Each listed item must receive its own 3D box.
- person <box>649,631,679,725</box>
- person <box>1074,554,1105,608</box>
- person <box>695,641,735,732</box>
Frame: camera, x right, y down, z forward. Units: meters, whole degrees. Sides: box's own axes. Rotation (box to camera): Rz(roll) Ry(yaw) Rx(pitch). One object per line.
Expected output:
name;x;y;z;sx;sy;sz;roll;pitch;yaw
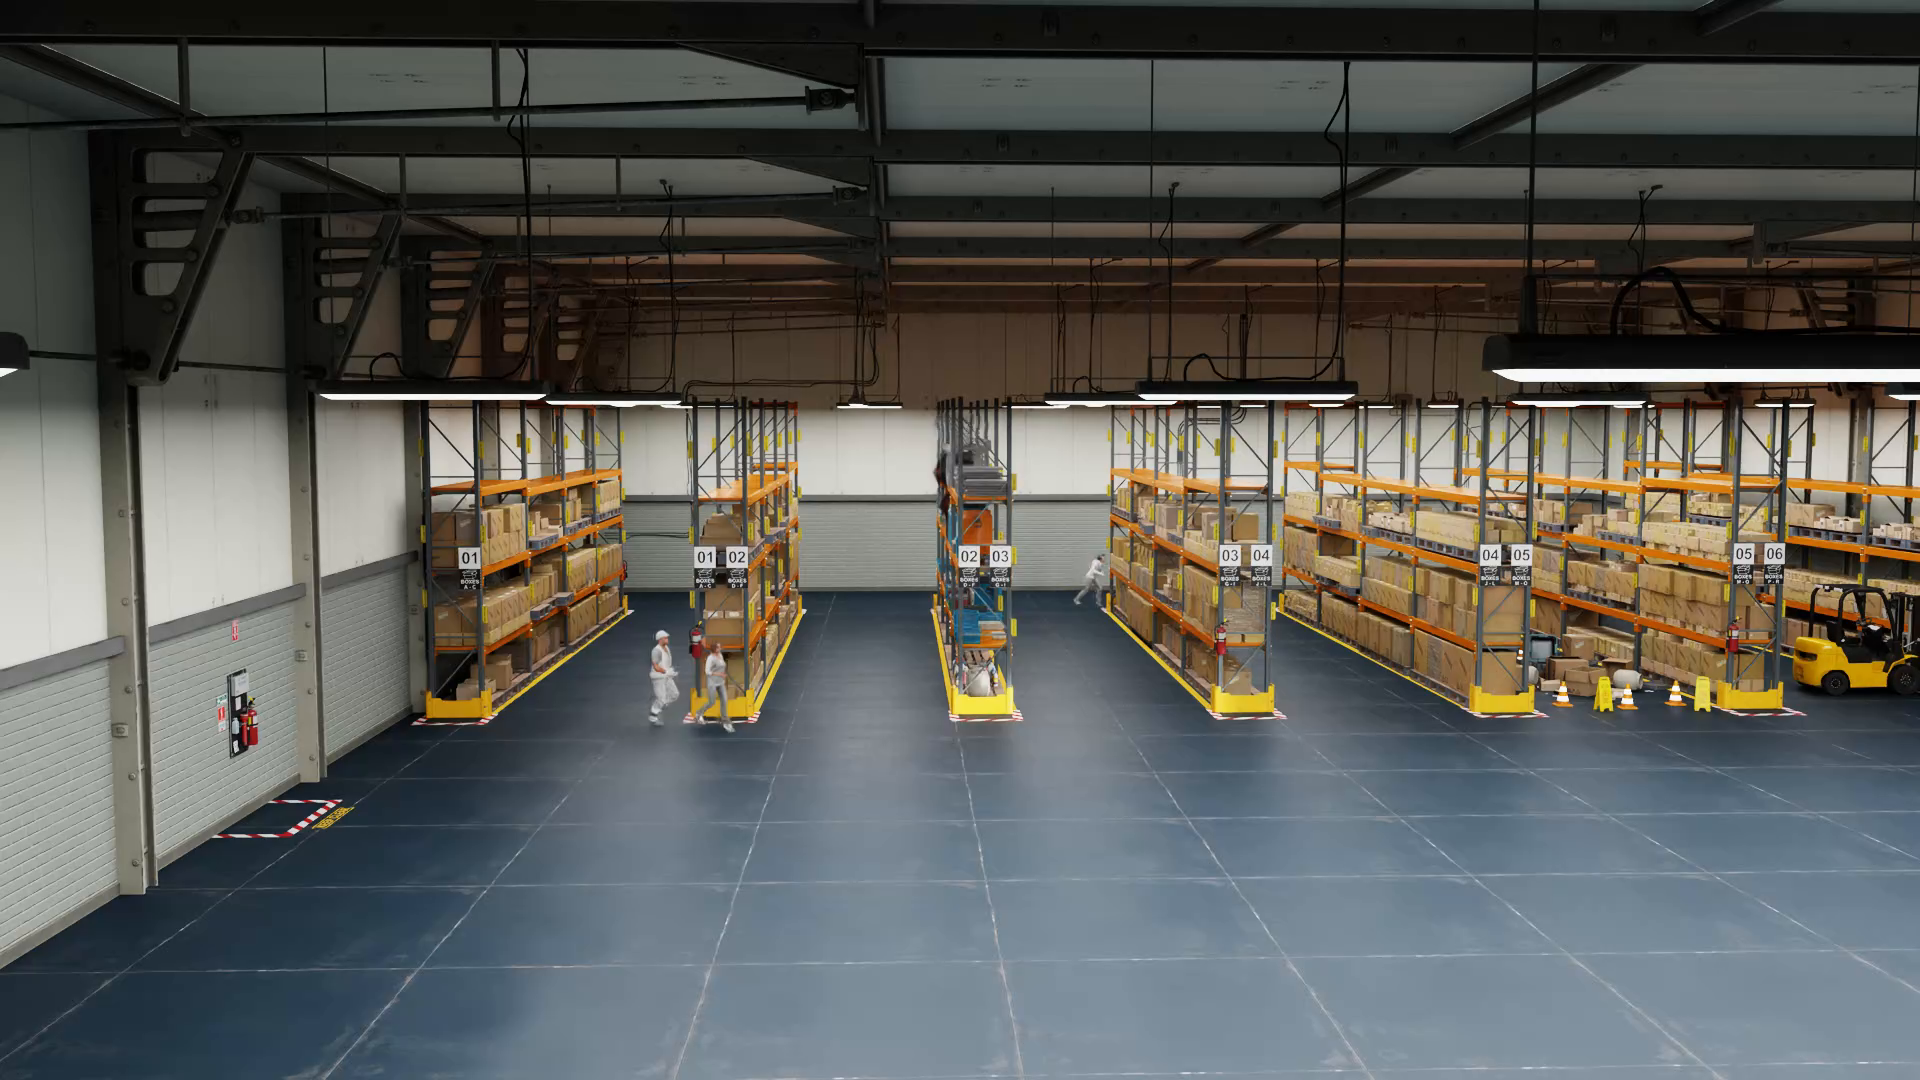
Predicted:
person;-5.379;2.509;30.300;0.642;1.735;0.661;1;5;17
person;3.802;1.200;48.731;0.959;1.623;0.617;1;5;16
person;-4.405;2.615;29.837;0.852;1.616;0.557;3;5;32
